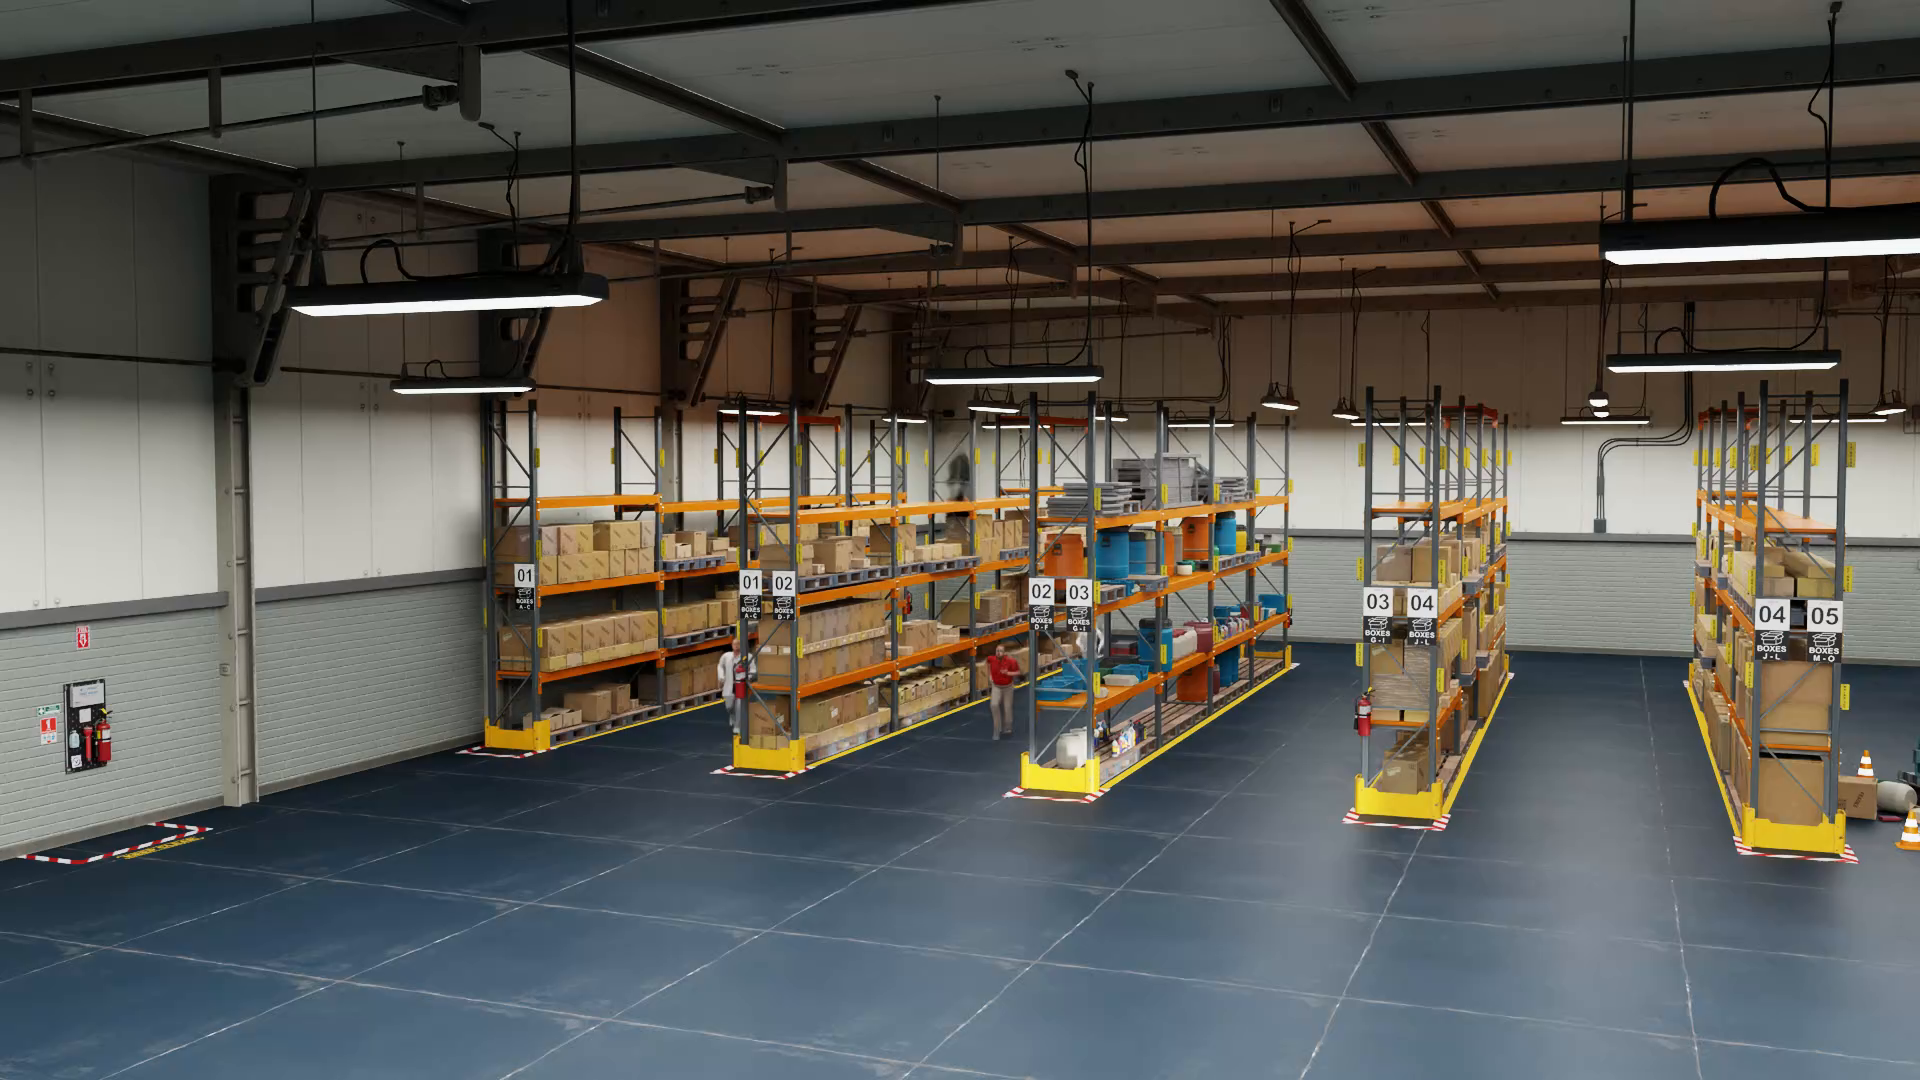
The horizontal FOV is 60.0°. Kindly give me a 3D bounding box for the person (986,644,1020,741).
[{"bbox_3d":[0.772,2.707,29.699,0.650,1.737,0.964,0,3,10],"label":"person"}]

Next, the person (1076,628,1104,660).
[{"bbox_3d":[2.798,2.412,35.669,0.625,1.654,0.723,1,3,15],"label":"person"}]

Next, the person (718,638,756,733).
[{"bbox_3d":[-4.066,2.650,30.215,0.721,1.730,0.640,0,3,0],"label":"person"}]
